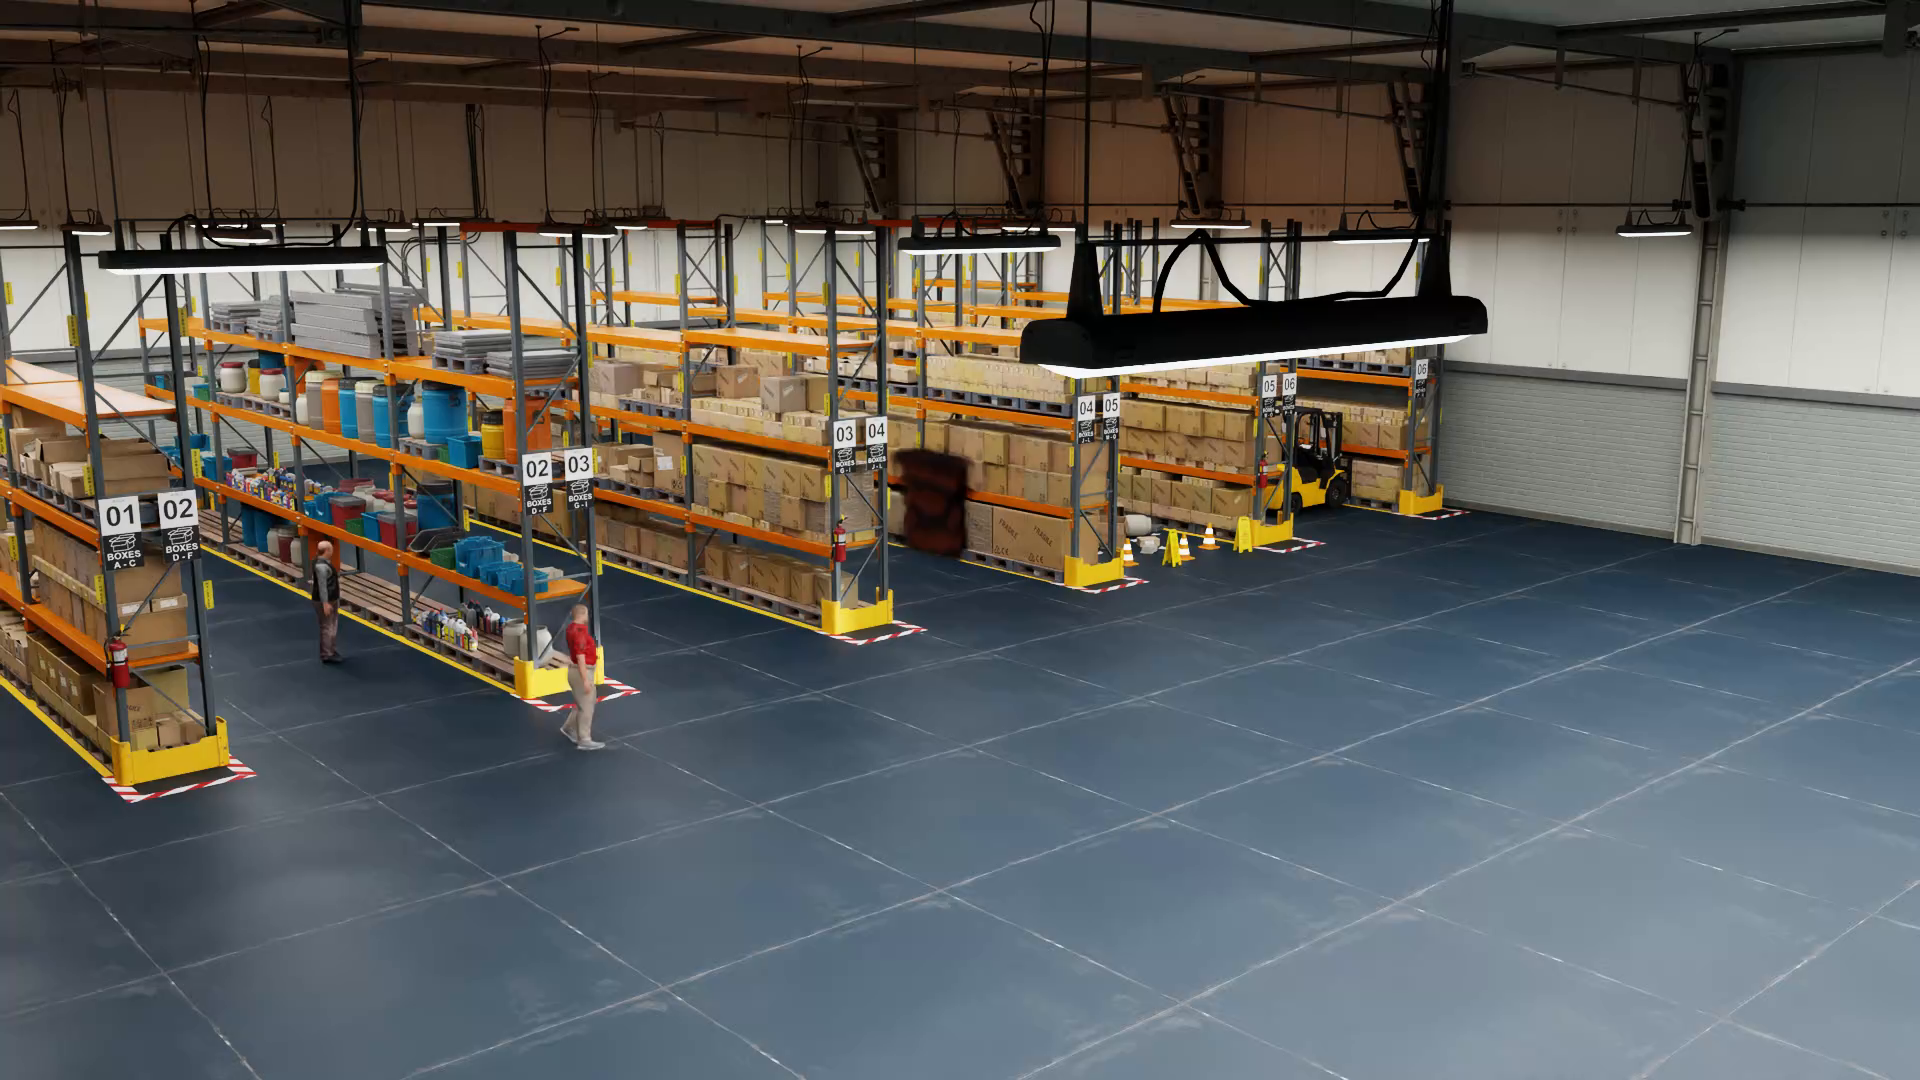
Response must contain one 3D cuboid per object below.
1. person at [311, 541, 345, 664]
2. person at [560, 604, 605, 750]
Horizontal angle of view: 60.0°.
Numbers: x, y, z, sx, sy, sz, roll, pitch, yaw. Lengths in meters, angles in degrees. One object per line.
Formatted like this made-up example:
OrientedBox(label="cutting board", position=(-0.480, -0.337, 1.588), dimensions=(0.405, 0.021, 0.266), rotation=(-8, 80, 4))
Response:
OrientedBox(label="person", position=(-8.857, 0.875, 23.284), dimensions=(0.388, 1.756, 0.602), rotation=(-1, 11, -5))
OrientedBox(label="person", position=(-4.478, 1.609, 19.576), dimensions=(0.515, 1.733, 0.605), rotation=(-3, 12, -13))
